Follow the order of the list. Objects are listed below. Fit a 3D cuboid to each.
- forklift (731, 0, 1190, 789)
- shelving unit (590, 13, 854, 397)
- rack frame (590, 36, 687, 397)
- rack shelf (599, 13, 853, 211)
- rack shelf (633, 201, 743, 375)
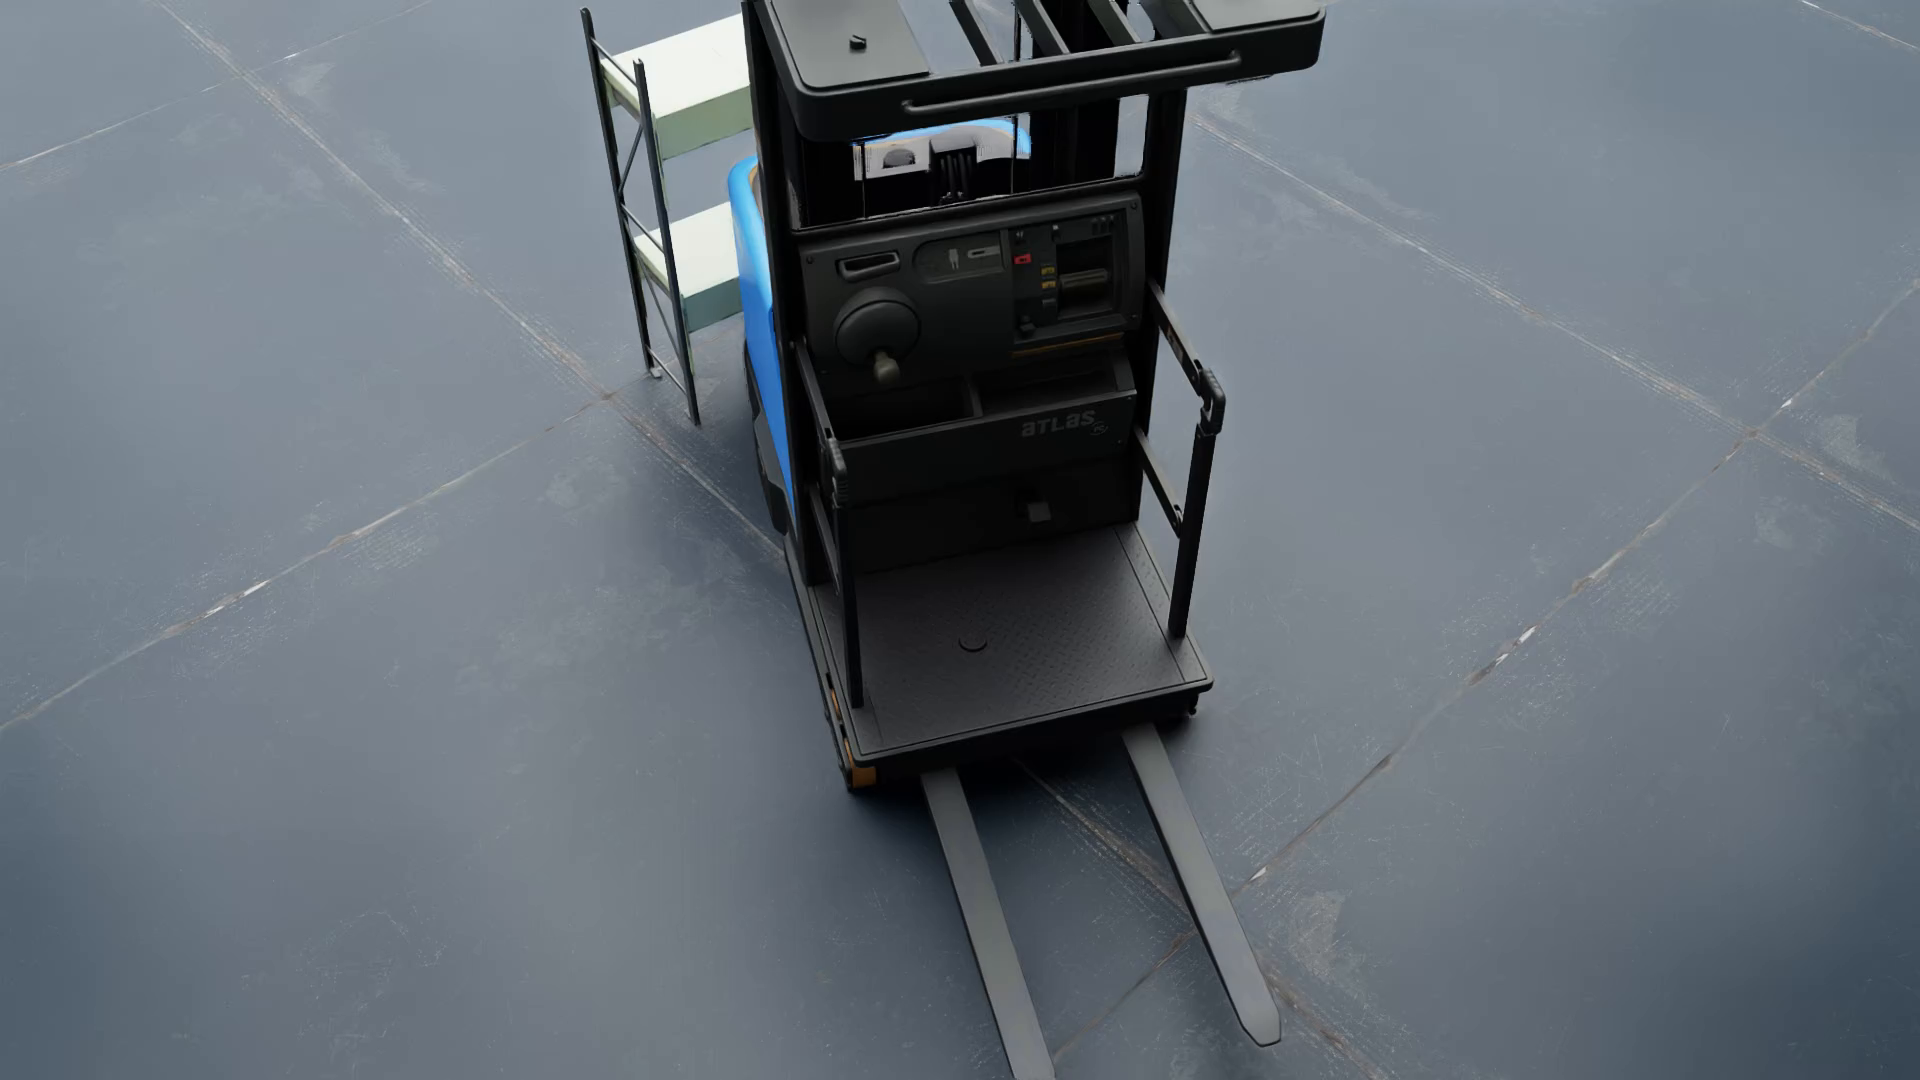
[{"bbox_3d":[-10.369,-3.613,7.133,19.117,2.867,14.418,-11,48,-10],"label":"forklift"},{"bbox_3d":[-0.778,-1.213,5.848,0.748,1.500,0.431,-27,53,-23],"label":"shelving unit"},{"bbox_3d":[-1.083,-1.060,5.707,0.010,1.308,0.380,-27,53,-23],"label":"rack frame"},{"bbox_3d":[-0.781,-1.476,5.560,0.720,0.370,0.431,-27,53,-23],"label":"rack shelf"},{"bbox_3d":[-0.781,-0.990,6.087,0.720,0.370,0.431,-27,53,-23],"label":"rack shelf"}]
